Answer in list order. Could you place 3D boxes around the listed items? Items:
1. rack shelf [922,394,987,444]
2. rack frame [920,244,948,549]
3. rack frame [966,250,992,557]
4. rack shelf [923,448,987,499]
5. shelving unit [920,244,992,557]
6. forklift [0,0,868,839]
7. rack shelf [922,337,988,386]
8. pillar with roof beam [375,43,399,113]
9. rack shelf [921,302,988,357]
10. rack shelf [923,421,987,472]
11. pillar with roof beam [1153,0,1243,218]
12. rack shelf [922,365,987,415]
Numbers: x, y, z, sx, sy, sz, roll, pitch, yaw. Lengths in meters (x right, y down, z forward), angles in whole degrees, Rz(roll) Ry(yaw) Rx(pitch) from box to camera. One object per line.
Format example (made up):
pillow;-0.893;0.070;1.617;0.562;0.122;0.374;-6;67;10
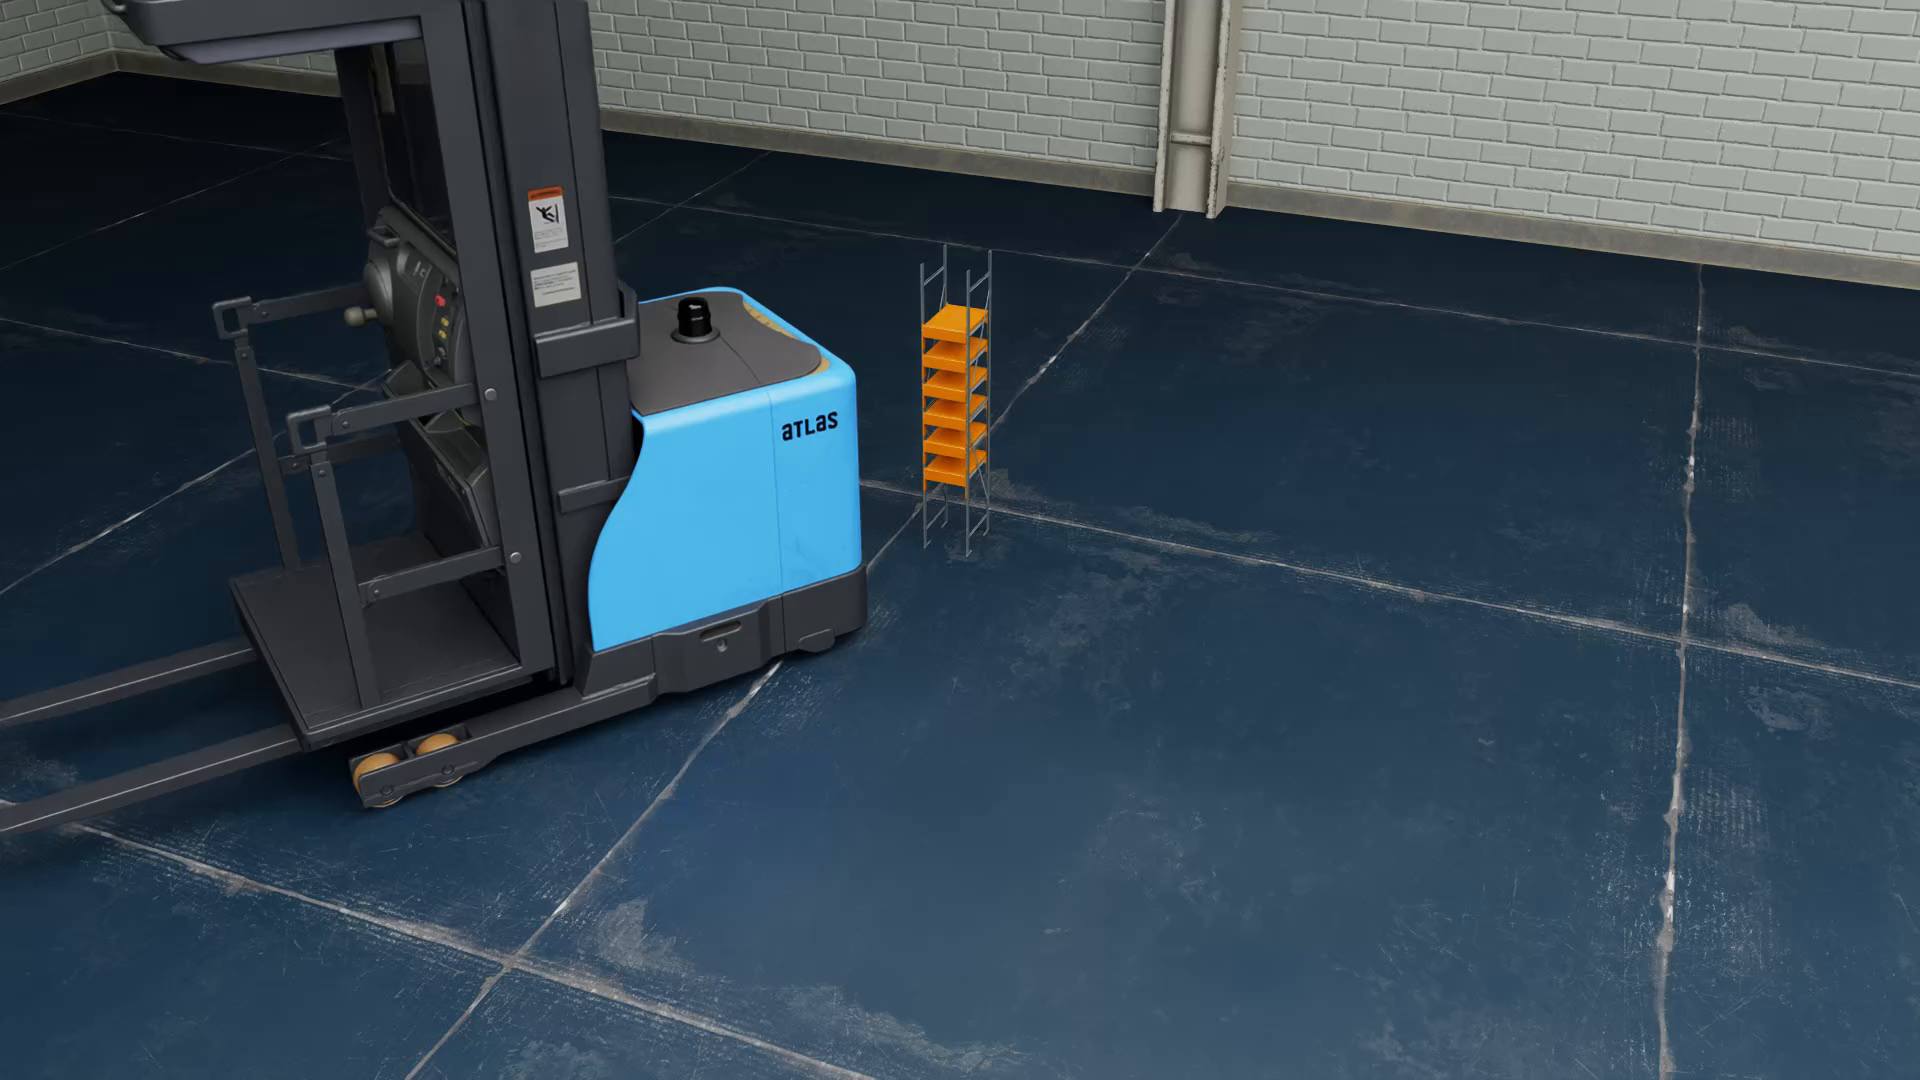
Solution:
rack shelf;-0.013;-0.486;6.481;0.180;0.103;0.258;11;31;19
rack frame;-0.098;-0.542;6.489;0.006;1.200;0.240;11;31;19
rack frame;0.071;-0.508;6.430;0.006;1.200;0.240;11;31;19
rack shelf;-0.013;-0.277;6.599;0.180;0.103;0.258;11;31;19
shelving unit;-0.013;-0.525;6.459;0.189;1.200;0.258;11;31;19
forklift;-1.857;-0.729;5.061;3.031;2.935;1.130;-17;34;-28
rack shelf;-0.013;-0.695;6.363;0.180;0.103;0.258;11;31;19
pillar with roof beam;-5.735;-5.154;6.724;0.400;9.000;9.100;11;31;19
rack shelf;-0.013;-0.800;6.304;0.180;0.103;0.258;11;31;19
rack shelf;-0.013;-0.382;6.540;0.180;0.103;0.258;11;31;19
pillar with roof beam;-0.175;-4.044;4.760;0.400;9.000;9.100;11;31;19
rack shelf;-0.013;-0.591;6.422;0.180;0.103;0.258;11;31;19
